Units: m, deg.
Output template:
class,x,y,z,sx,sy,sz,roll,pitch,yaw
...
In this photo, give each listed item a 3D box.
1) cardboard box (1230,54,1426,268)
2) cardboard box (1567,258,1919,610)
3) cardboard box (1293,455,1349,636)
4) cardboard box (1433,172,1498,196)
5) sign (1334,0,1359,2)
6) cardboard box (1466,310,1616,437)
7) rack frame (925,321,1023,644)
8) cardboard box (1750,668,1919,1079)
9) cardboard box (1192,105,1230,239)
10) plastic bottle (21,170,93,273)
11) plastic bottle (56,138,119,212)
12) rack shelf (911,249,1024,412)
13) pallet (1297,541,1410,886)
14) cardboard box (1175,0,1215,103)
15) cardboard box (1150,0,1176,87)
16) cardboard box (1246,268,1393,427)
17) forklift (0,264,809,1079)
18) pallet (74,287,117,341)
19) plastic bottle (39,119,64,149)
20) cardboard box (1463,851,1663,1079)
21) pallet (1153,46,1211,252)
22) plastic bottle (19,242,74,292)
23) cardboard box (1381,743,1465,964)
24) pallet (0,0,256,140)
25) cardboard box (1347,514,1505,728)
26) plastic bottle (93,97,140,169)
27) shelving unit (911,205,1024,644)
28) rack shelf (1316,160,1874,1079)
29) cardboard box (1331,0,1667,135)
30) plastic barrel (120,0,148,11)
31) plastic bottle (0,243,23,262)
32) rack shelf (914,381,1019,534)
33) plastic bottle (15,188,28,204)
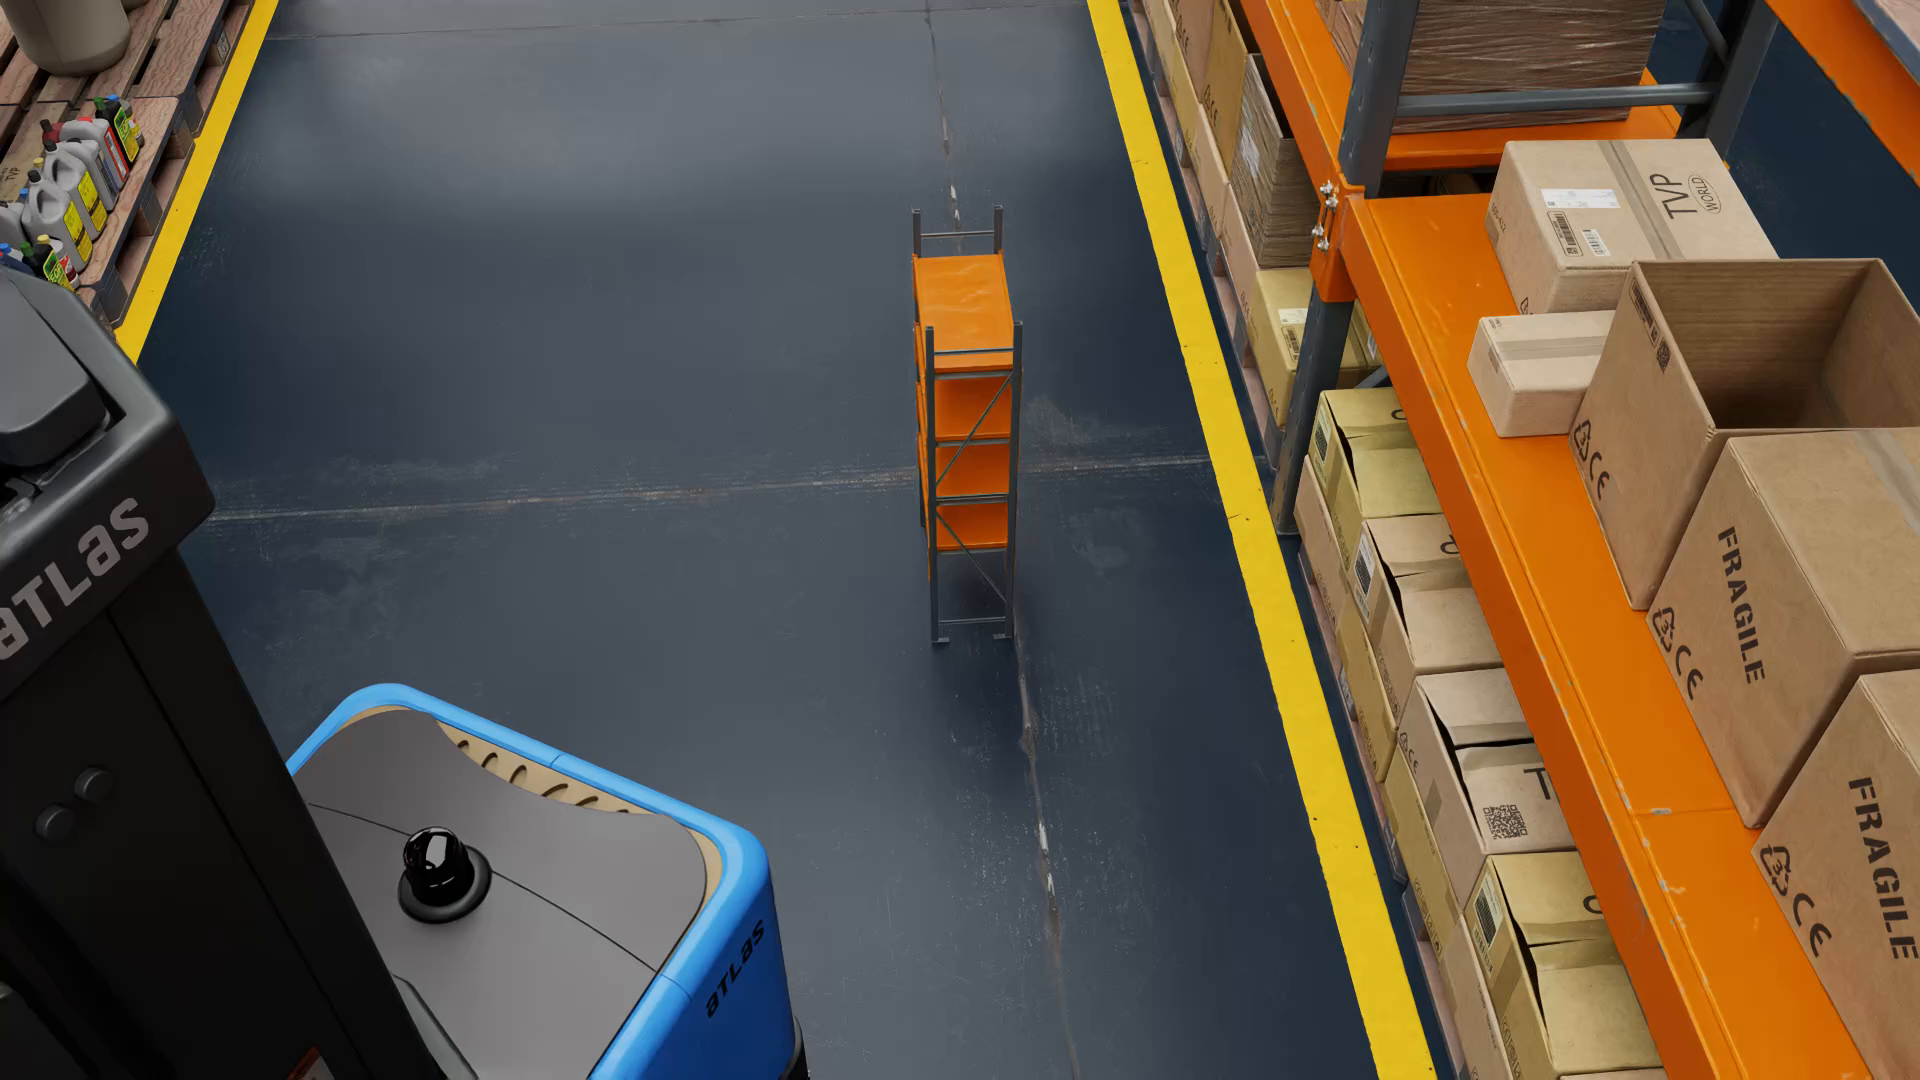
class,x,y,z,sx,sy,sz,roll,pitch,yaw
cardboard box,1.208,-1.256,5.461,0.500,0.500,0.500,-3,47,-3
cardboard box,1.587,-0.211,3.315,0.500,0.500,0.500,0,47,0
cardboard box,1.282,-0.006,4.795,0.500,0.250,0.500,-5,47,-4
cardboard box,1.768,-0.926,5.149,0.500,0.500,0.500,-3,47,-3
sign,0.942,-1.404,3.863,0.100,0.325,0.005,-3,47,-3
cardboard box,1.366,-0.374,3.712,0.380,0.149,0.250,-3,47,-3
rack frame,0.034,-0.116,4.534,0.240,1.200,0.015,-3,47,-3
cardboard box,1.673,0.532,2.611,0.500,0.500,0.500,-6,47,-5
cardboard box,1.150,-1.359,6.075,0.500,0.250,0.500,-3,47,-3
plastic bottle,-3.147,-1.110,5.756,0.144,0.351,0.185,-4,47,-4
plastic bottle,-3.180,-1.338,6.024,0.152,0.276,0.135,-5,47,-4
rack shelf,0.014,-0.563,4.416,0.258,0.148,0.480,-3,47,-3
pallet,1.596,0.375,4.749,1.003,0.211,1.213,-3,47,-3
cardboard box,1.106,-1.978,6.146,0.500,0.500,0.500,-3,47,-3
cardboard box,1.070,-2.082,6.761,0.500,0.250,0.500,-3,47,-3
cardboard box,1.239,-0.635,5.390,0.500,0.250,0.500,-3,47,-3
forklift,-1.447,1.128,2.163,1.130,2.935,3.031,19,49,17
pallet,-3.456,-0.345,5.432,1.003,0.211,1.213,-3,47,-3
plastic bottle,-3.298,-1.434,6.110,0.061,0.283,0.133,-3,47,-3
cardboard box,1.411,0.920,3.531,0.500,0.311,0.500,-2,47,-2
pallet,1.365,-1.618,6.637,1.003,0.211,1.213,-3,47,-3
plastic bottle,-3.083,-0.901,5.605,0.061,0.283,0.133,-2,47,-2
cardboard box,1.370,0.738,4.089,0.500,0.250,0.500,-5,47,-5
pallet,-3.660,-2.111,7.104,1.003,0.211,1.213,-3,47,-3
cardboard box,1.318,0.171,4.241,0.500,0.311,0.500,-4,47,-4
plastic bottle,-3.157,-1.542,6.212,0.061,0.283,0.133,-2,47,-2
shelving unit,0.014,-0.293,4.701,0.258,1.200,0.503,-3,47,-3
rack shelf,1.663,0.580,3.130,1.077,0.370,4.000,-3,47,-3
cardboard box,1.452,-1.469,4.507,0.700,0.500,0.500,-5,47,-4
plastic barrel,-3.645,-2.527,7.002,0.421,0.512,0.421,0,47,0
plastic bottle,-3.161,-0.879,5.593,0.097,0.271,0.097,0,47,0
rack shelf,0.014,-0.247,4.750,0.258,0.148,0.480,-3,47,-3
plastic bottle,-3.279,-1.154,5.901,0.097,0.201,0.097,0,47,0
